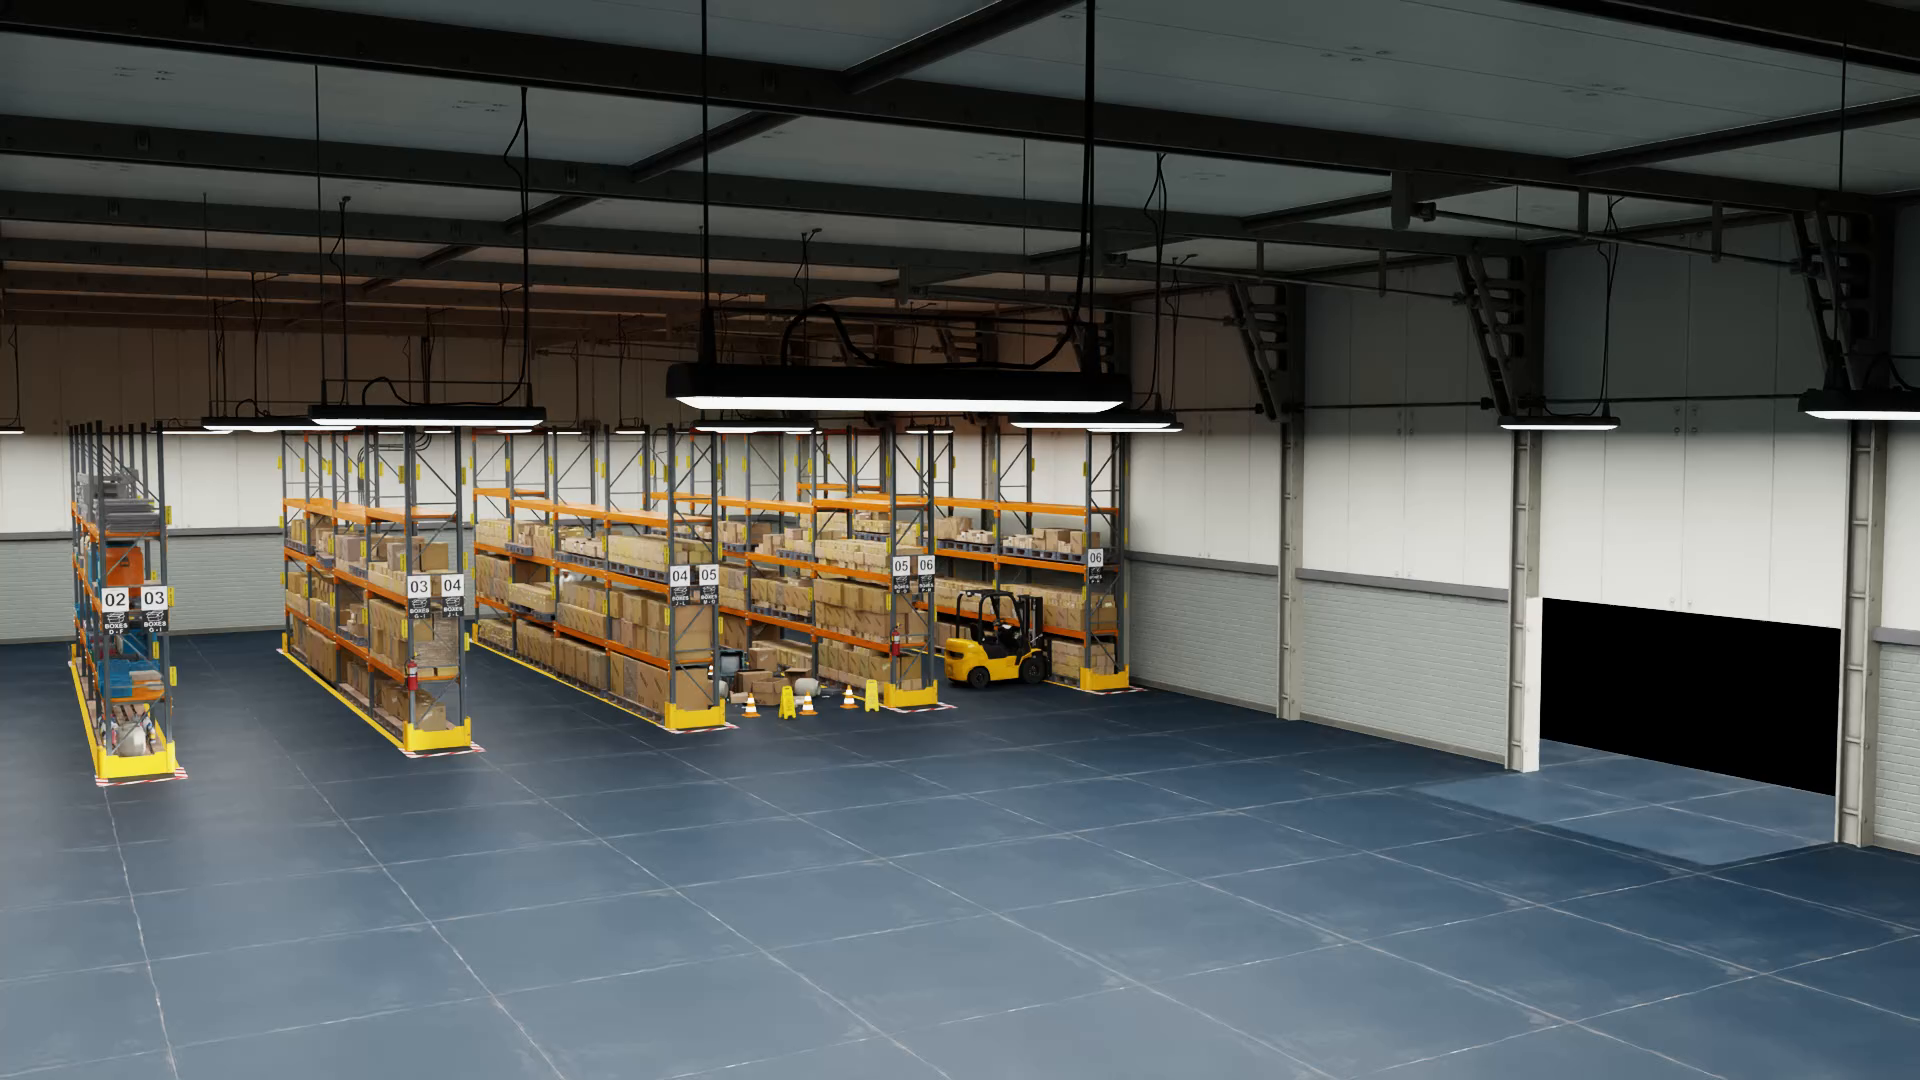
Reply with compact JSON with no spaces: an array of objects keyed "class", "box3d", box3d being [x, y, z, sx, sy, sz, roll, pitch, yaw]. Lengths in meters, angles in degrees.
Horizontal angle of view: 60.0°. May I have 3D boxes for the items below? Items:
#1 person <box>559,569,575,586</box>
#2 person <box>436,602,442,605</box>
[{"class":"person","box3d":[-12.123,1.689,51.067,0.603,1.751,0.923,3,4,36]},{"class":"person","box3d":[-14.587,1.923,47.279,0.632,1.754,0.963,0,4,0]}]
